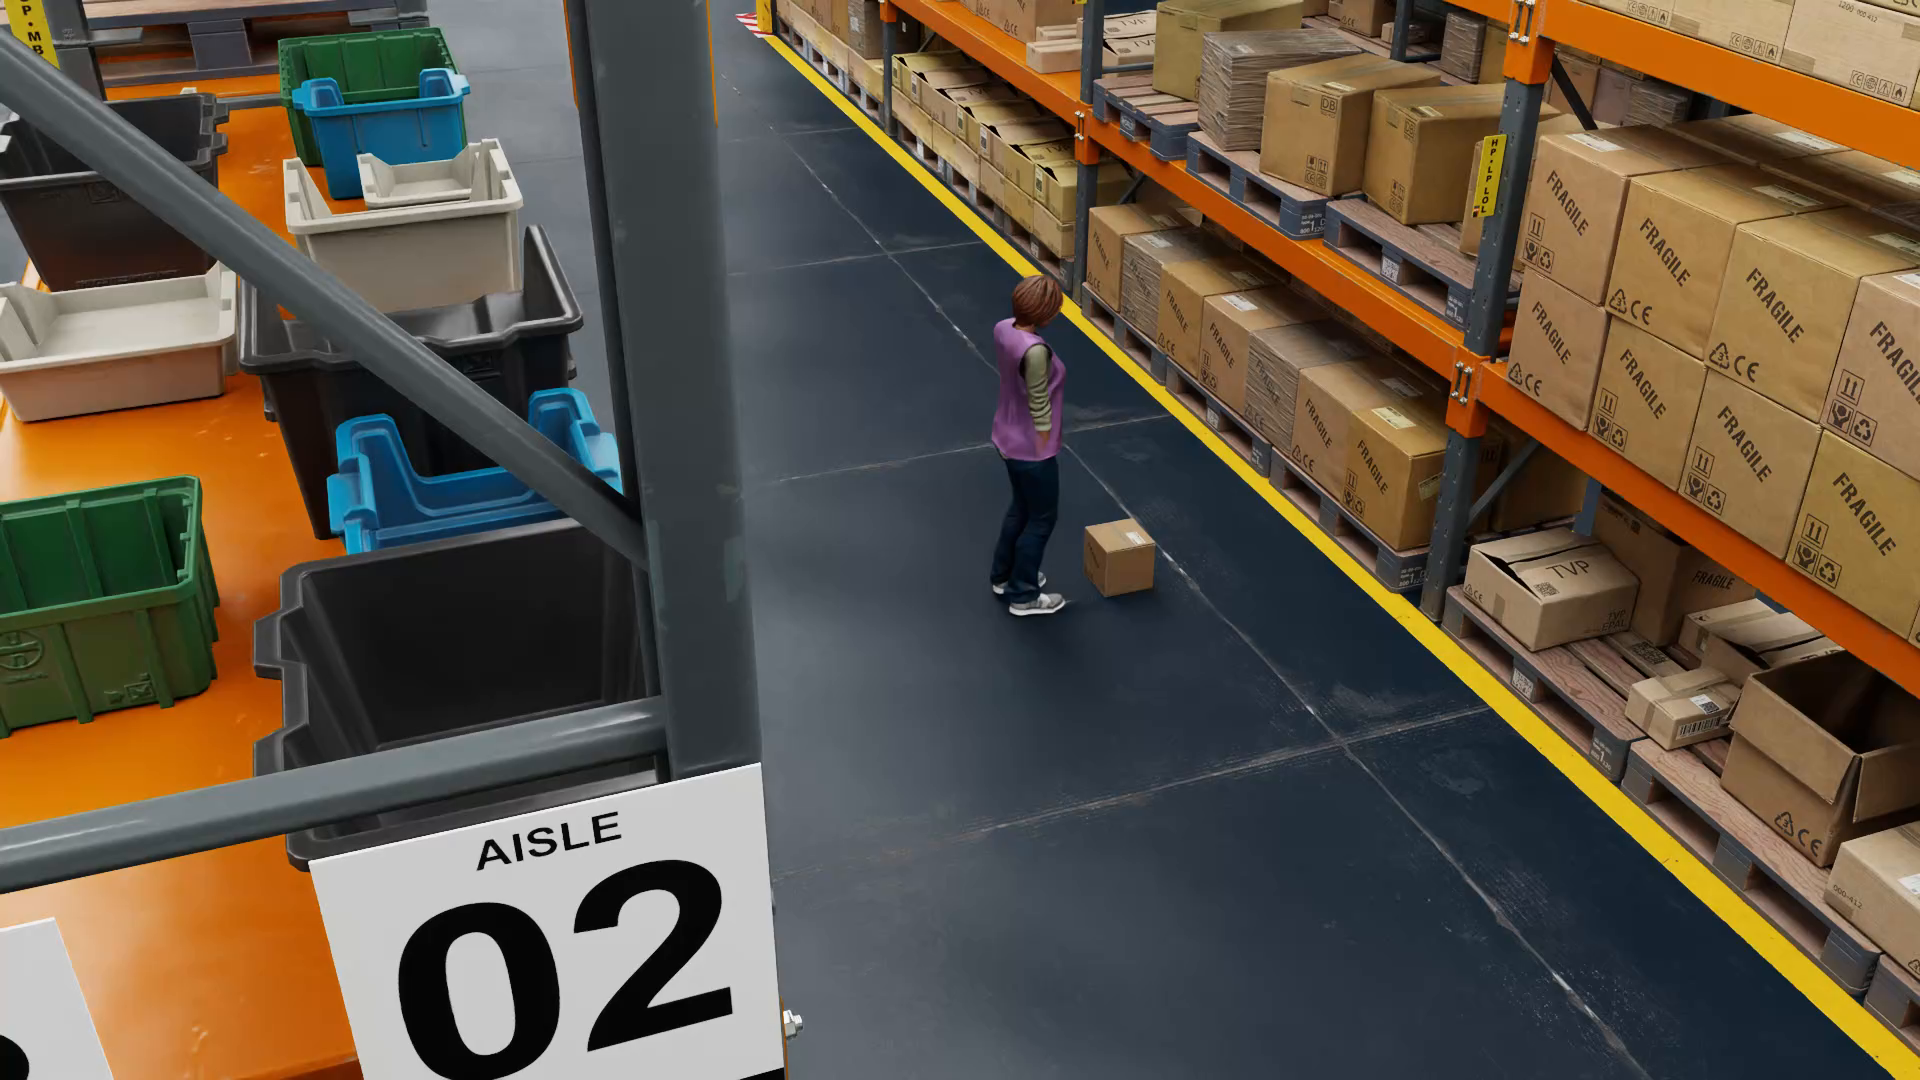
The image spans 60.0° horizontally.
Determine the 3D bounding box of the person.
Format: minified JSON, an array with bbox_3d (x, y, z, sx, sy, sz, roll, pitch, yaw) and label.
[{"bbox_3d":[0.296,-0.411,7.372,0.306,1.576,0.398,-10,32,-16],"label":"person"}]
